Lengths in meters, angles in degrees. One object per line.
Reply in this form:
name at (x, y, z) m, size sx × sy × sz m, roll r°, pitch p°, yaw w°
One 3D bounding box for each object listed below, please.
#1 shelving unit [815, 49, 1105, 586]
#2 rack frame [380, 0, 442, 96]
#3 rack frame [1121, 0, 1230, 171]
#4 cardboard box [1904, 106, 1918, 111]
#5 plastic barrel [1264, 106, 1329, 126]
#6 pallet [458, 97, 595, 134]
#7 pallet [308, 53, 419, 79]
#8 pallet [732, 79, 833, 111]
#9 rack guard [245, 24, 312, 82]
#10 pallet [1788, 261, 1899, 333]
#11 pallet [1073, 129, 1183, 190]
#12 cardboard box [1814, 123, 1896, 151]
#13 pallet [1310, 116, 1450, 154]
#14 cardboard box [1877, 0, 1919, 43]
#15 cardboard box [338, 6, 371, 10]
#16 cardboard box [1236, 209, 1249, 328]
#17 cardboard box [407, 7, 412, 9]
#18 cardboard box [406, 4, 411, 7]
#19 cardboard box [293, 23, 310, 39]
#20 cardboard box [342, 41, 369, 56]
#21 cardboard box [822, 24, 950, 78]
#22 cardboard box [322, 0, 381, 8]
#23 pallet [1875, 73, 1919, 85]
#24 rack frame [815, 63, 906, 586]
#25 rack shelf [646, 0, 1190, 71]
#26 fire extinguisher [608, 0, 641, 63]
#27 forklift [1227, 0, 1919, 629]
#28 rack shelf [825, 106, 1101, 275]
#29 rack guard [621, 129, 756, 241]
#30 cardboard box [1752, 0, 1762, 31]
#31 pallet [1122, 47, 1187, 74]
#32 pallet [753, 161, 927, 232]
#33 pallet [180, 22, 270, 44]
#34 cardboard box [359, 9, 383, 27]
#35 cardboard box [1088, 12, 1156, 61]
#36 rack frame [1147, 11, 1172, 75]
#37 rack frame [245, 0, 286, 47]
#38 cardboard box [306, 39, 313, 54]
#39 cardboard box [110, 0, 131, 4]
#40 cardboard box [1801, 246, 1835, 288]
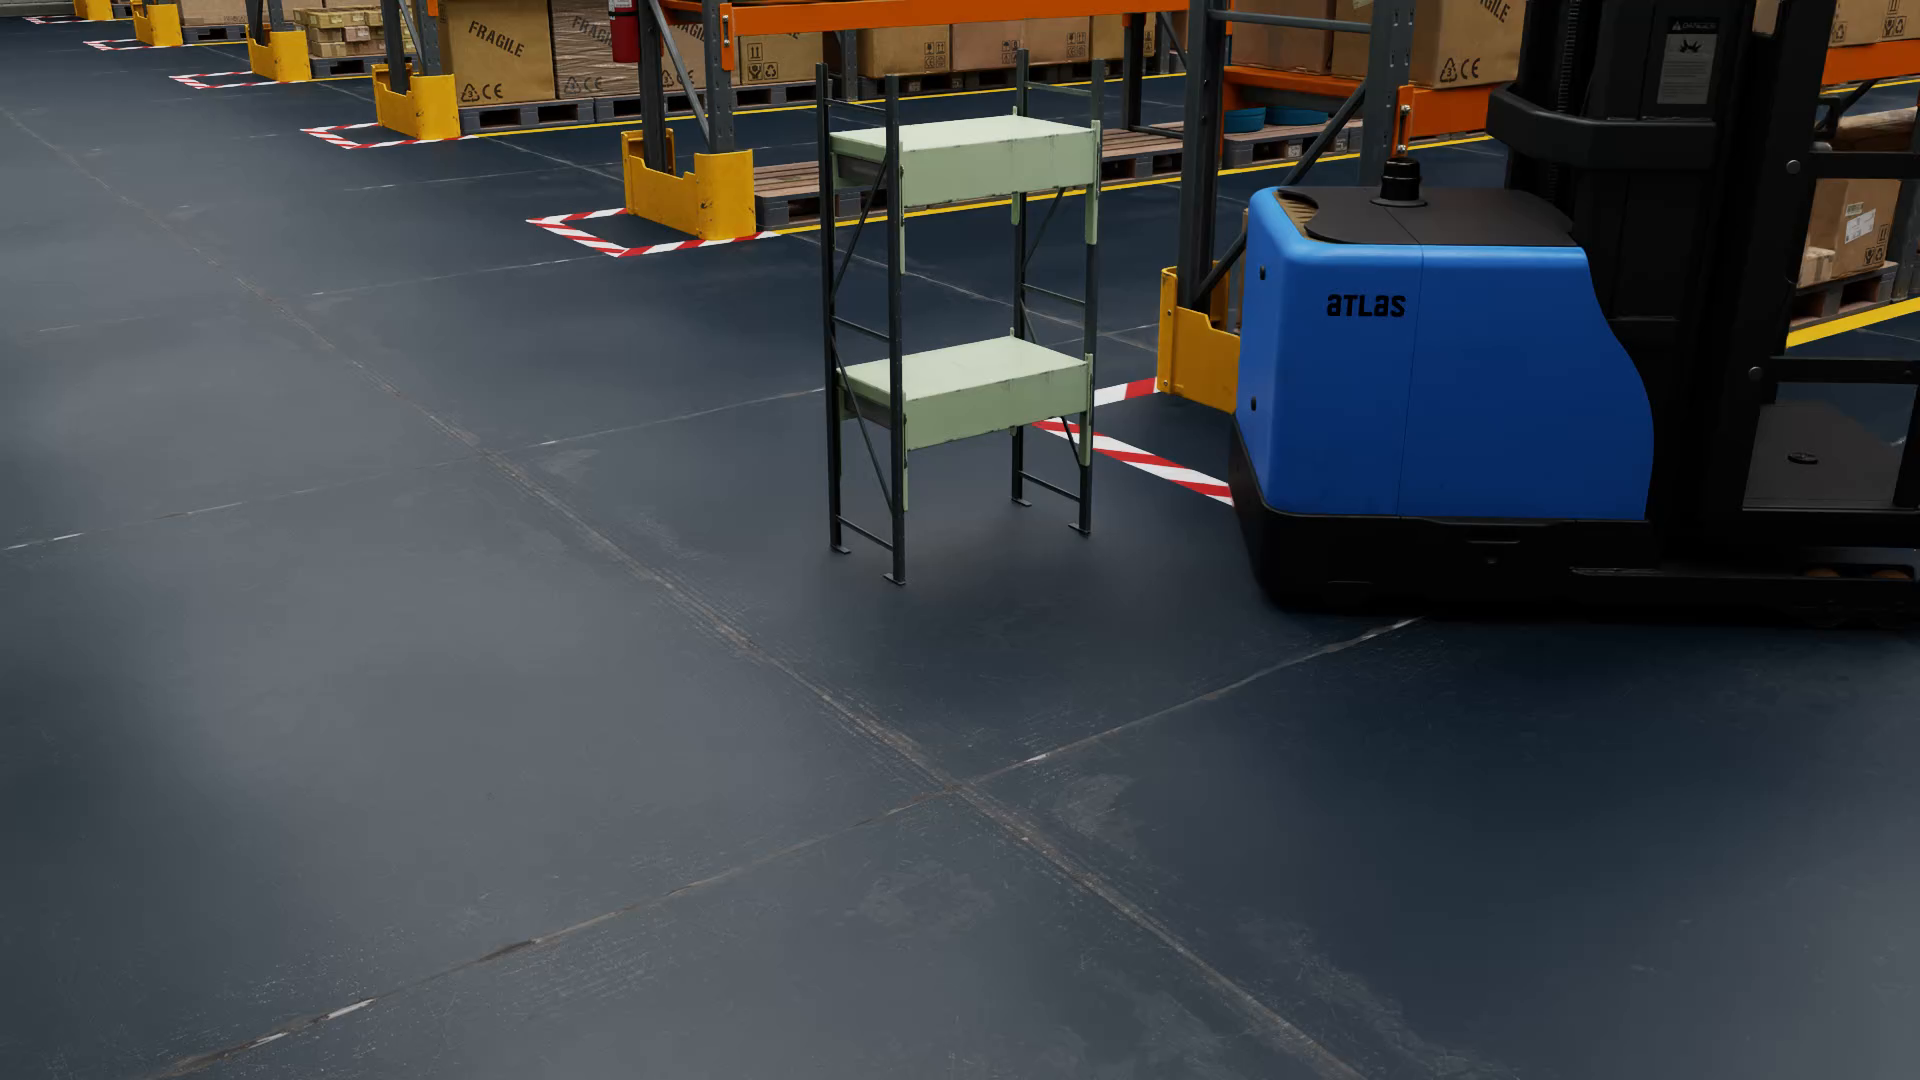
shelving unit at (0.005, -0.698, 5.122) m, size 0.755 × 1.500 × 0.431 m, roll -15°, pitch 26°, yaw -33°
rack frame at (-4.562, -4.863, 13.535) m, size 0.127 × 3.000 × 1.000 m, roll -15°, pitch 26°, yaw -33°
rack frame at (1.577, -4.238, 11.971) m, size 0.127 × 3.000 × 1.000 m, roll -15°, pitch 26°, yaw -33°
cardboard box at (5.925, -2.307, 9.911) m, size 0.500 × 0.500 × 0.500 m, roll -16°, pitch 27°, yaw -35°
plastic barrel at (2.604, -3.725, 12.948) m, size 0.708 × 0.901 × 0.600 m, roll -15°, pitch 26°, yaw -33°
pallet at (-3.959, -3.764, 14.545) m, size 1.213 × 0.211 × 1.003 m, roll -15°, pitch 26°, yaw -33°
pallet at (-6.635, -5.263, 18.301) m, size 1.213 × 0.211 × 1.003 m, roll -15°, pitch 26°, yaw -33°
pallet at (-1.978, -4.292, 15.868) m, size 1.213 × 0.211 × 1.003 m, roll -15°, pitch 26°, yaw -33°
rack guard at (-7.315, -5.232, 17.834) m, size 0.348 × 0.500 × 1.175 m, roll -15°, pitch 26°, yaw -33°
pallet at (3.909, -1.304, 8.379) m, size 1.213 × 0.211 × 1.003 m, roll -15°, pitch 26°, yaw -33°
pallet at (1.003, -2.772, 12.059) m, size 1.213 × 0.211 × 1.003 m, roll -15°, pitch 26°, yaw -33°
cardboard box at (4.700, -1.984, 9.100) m, size 0.500 × 0.500 × 0.500 m, roll -15°, pitch 26°, yaw -33°
pallet at (3.219, -3.363, 13.540) m, size 1.213 × 0.211 × 1.003 m, roll -15°, pitch 26°, yaw -33°
cardboard box at (4.211, -2.608, 7.751) m, size 0.500 × 0.500 × 0.500 m, roll -14°, pitch 26°, yaw -32°
cardboard box at (-6.722, -5.846, 18.477) m, size 0.250 × 0.149 × 0.380 m, roll -16°, pitch 27°, yaw -34°
cardboard box at (1.518, -1.117, 6.927) m, size 0.500 × 0.500 × 0.500 m, roll -15°, pitch 26°, yaw -33°
cardboard box at (-5.937, -5.783, 18.318) m, size 0.250 × 0.149 × 0.380 m, roll -14°, pitch 26°, yaw -31°
cardboard box at (-6.289, -5.958, 18.758) m, size 0.250 × 0.149 × 0.380 m, roll -14°, pitch 26°, yaw -31°
cardboard box at (-7.115, -5.586, 18.226) m, size 0.250 × 0.149 × 0.380 m, roll -16°, pitch 27°, yaw -34°
cardboard box at (-6.600, -5.346, 18.027) m, size 0.250 × 0.149 × 0.380 m, roll -15°, pitch 26°, yaw -33°
cardboard box at (-0.807, -5.081, 16.383) m, size 0.875 × 0.875 × 1.225 m, roll -15°, pitch 26°, yaw -33°
cardboard box at (-8.402, -7.417, 22.828) m, size 0.875 × 0.438 × 0.875 m, roll -16°, pitch 27°, yaw -34°
pallet at (9.632, -5.073, 17.825) m, size 1.213 × 0.211 × 1.003 m, roll -15°, pitch 26°, yaw -33°
rack frame at (-0.292, -0.619, 4.924) m, size 0.023 × 1.500 × 0.400 m, roll -15°, pitch 26°, yaw -33°
rack shelf at (-0.046, -3.471, 11.019) m, size 4.000 × 0.370 × 1.077 m, roll -15°, pitch 26°, yaw -33°
fire extinguisher at (-2.057, -3.268, 10.145) m, size 0.183 × 0.674 × 0.296 m, roll -15°, pitch 26°, yaw -33°
forklift at (2.410, -1.309, 4.722) m, size 3.031 × 2.935 × 1.130 m, roll 1°, pitch 22°, yaw 3°
rack shelf at (0.005, -1.061, 4.977) m, size 0.720 × 0.370 × 0.431 m, roll -15°, pitch 26°, yaw -33°
rack guard at (-1.681, -2.203, 10.241) m, size 0.348 × 0.500 × 1.175 m, roll -15°, pitch 26°, yaw -33°
cardboard box at (2.966, -2.273, 6.912) m, size 0.500 × 0.500 × 0.500 m, roll -15°, pitch 26°, yaw -32°
pallet at (2.567, -5.468, 18.814) m, size 1.213 × 0.211 × 1.003 m, roll -15°, pitch 26°, yaw -33°
pallet at (-0.977, -2.244, 10.736) m, size 1.213 × 0.211 × 1.003 m, roll -15°, pitch 26°, yaw -33°
pallet at (-9.746, -6.746, 22.016) m, size 1.213 × 0.211 × 1.003 m, roll -15°, pitch 26°, yaw -33°
cardboard box at (-6.320, -5.647, 17.978) m, size 0.250 × 0.149 × 0.380 m, roll -15°, pitch 26°, yaw -33°
cardboard box at (1.359, -5.659, 17.832) m, size 0.875 × 0.875 × 1.225 m, roll -16°, pitch 27°, yaw -35°
rack frame at (1.932, -6.594, 17.875) m, size 0.127 × 3.000 × 1.000 m, roll -15°, pitch 26°, yaw -33°
rack frame at (-7.377, -6.377, 17.329) m, size 0.127 × 3.000 × 1.000 m, roll -15°, pitch 26°, yaw -33°
cardboard box at (-7.071, -5.424, 18.223) m, size 0.250 × 0.149 × 0.380 m, roll -14°, pitch 26°, yaw -32°
cardboard box at (-12.700, -8.476, 25.392) m, size 0.637 × 0.503 × 0.797 m, roll -16°, pitch 27°, yaw -35°
cardboard box at (3.901, -1.320, 7.909) m, size 0.250 × 0.149 × 0.380 m, roll -15°, pitch 26°, yaw -33°
